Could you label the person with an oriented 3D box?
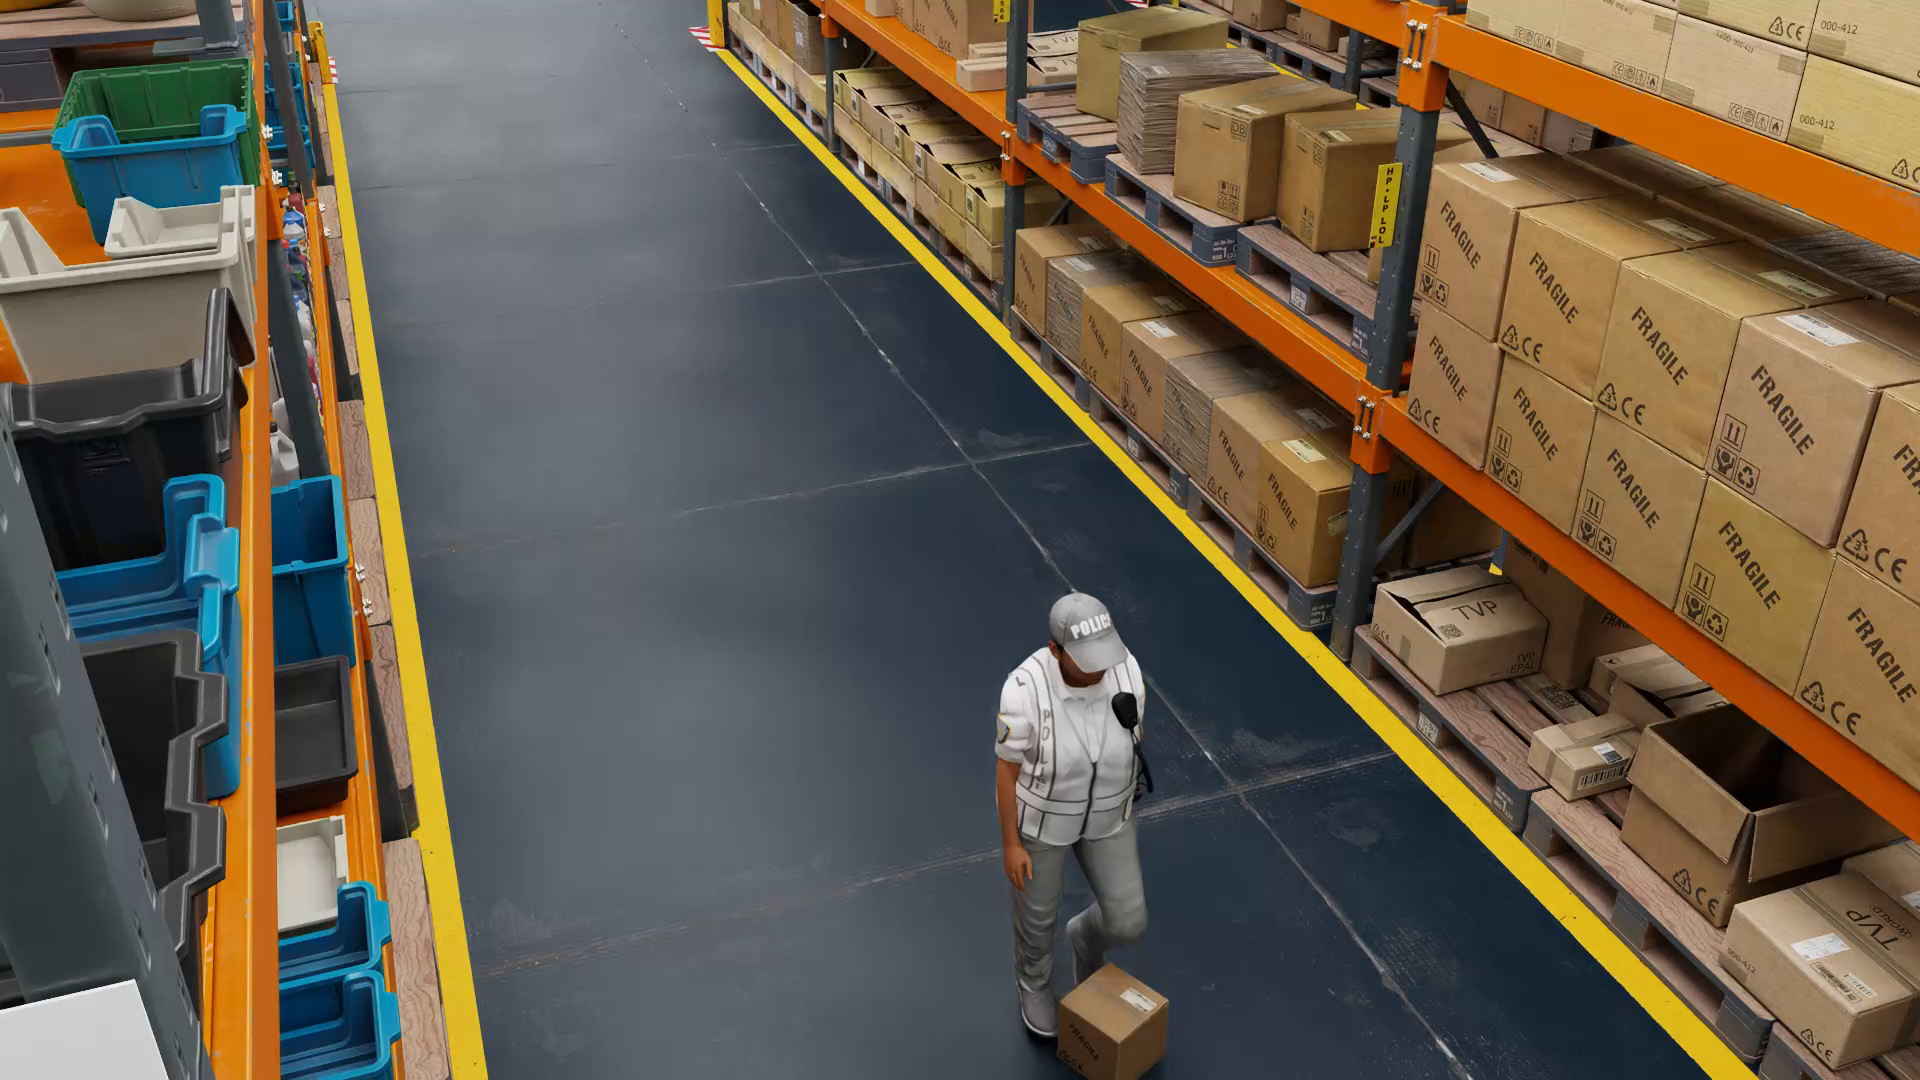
[{"bbox_3d":[0.342,0.871,5.118,0.493,1.690,0.449,-8,31,-13],"label":"person"}]
